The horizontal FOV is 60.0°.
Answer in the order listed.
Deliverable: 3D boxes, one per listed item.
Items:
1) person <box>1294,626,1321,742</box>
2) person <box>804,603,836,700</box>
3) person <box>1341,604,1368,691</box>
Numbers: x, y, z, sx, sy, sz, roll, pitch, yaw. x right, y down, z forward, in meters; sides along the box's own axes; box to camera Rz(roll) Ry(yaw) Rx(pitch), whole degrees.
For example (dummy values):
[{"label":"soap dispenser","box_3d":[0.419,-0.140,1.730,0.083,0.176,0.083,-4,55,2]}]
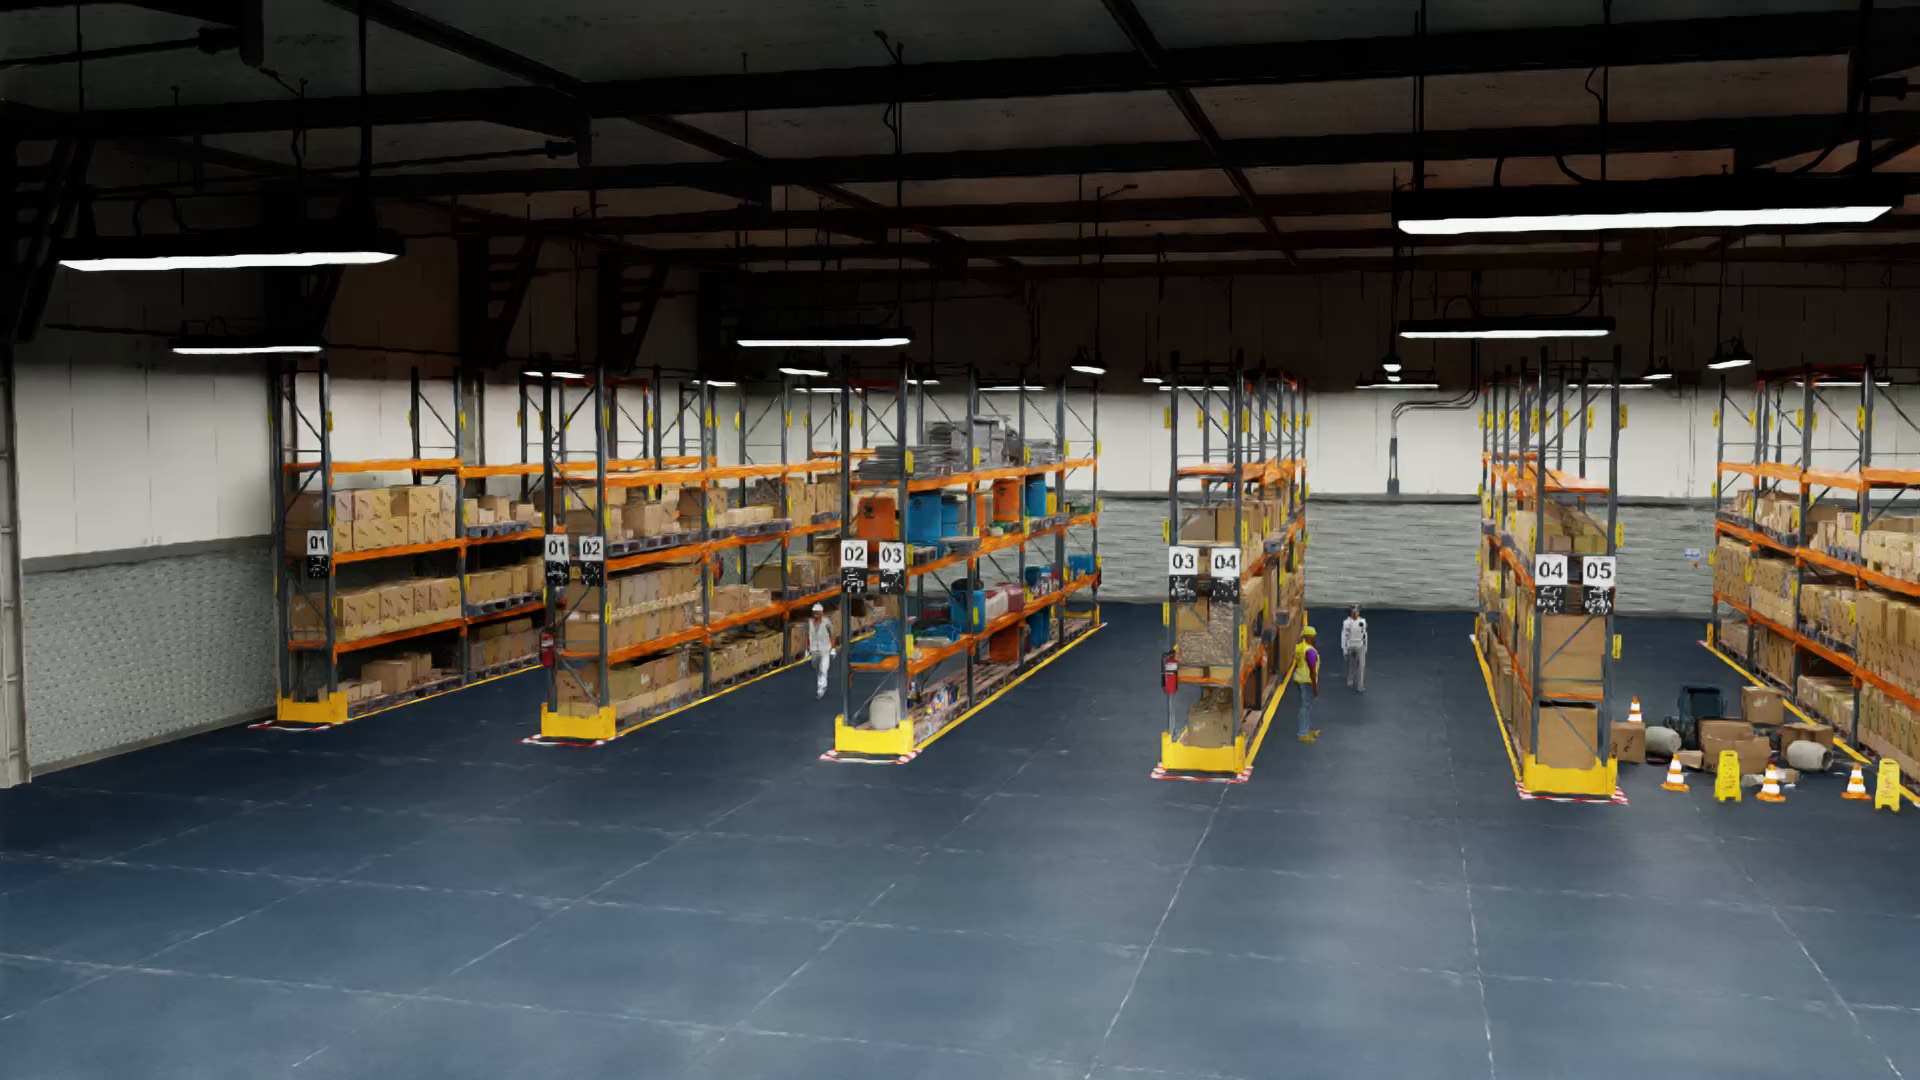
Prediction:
[{"label":"person","box_3d":[5.479,2.228,26.029,0.464,1.772,0.645,-1,4,-10]},{"label":"person","box_3d":[-2.547,1.982,29.931,0.556,1.709,1.127,1,4,12]},{"label":"person","box_3d":[7.325,1.963,30.892,0.497,1.581,1.075,1,4,12]}]
